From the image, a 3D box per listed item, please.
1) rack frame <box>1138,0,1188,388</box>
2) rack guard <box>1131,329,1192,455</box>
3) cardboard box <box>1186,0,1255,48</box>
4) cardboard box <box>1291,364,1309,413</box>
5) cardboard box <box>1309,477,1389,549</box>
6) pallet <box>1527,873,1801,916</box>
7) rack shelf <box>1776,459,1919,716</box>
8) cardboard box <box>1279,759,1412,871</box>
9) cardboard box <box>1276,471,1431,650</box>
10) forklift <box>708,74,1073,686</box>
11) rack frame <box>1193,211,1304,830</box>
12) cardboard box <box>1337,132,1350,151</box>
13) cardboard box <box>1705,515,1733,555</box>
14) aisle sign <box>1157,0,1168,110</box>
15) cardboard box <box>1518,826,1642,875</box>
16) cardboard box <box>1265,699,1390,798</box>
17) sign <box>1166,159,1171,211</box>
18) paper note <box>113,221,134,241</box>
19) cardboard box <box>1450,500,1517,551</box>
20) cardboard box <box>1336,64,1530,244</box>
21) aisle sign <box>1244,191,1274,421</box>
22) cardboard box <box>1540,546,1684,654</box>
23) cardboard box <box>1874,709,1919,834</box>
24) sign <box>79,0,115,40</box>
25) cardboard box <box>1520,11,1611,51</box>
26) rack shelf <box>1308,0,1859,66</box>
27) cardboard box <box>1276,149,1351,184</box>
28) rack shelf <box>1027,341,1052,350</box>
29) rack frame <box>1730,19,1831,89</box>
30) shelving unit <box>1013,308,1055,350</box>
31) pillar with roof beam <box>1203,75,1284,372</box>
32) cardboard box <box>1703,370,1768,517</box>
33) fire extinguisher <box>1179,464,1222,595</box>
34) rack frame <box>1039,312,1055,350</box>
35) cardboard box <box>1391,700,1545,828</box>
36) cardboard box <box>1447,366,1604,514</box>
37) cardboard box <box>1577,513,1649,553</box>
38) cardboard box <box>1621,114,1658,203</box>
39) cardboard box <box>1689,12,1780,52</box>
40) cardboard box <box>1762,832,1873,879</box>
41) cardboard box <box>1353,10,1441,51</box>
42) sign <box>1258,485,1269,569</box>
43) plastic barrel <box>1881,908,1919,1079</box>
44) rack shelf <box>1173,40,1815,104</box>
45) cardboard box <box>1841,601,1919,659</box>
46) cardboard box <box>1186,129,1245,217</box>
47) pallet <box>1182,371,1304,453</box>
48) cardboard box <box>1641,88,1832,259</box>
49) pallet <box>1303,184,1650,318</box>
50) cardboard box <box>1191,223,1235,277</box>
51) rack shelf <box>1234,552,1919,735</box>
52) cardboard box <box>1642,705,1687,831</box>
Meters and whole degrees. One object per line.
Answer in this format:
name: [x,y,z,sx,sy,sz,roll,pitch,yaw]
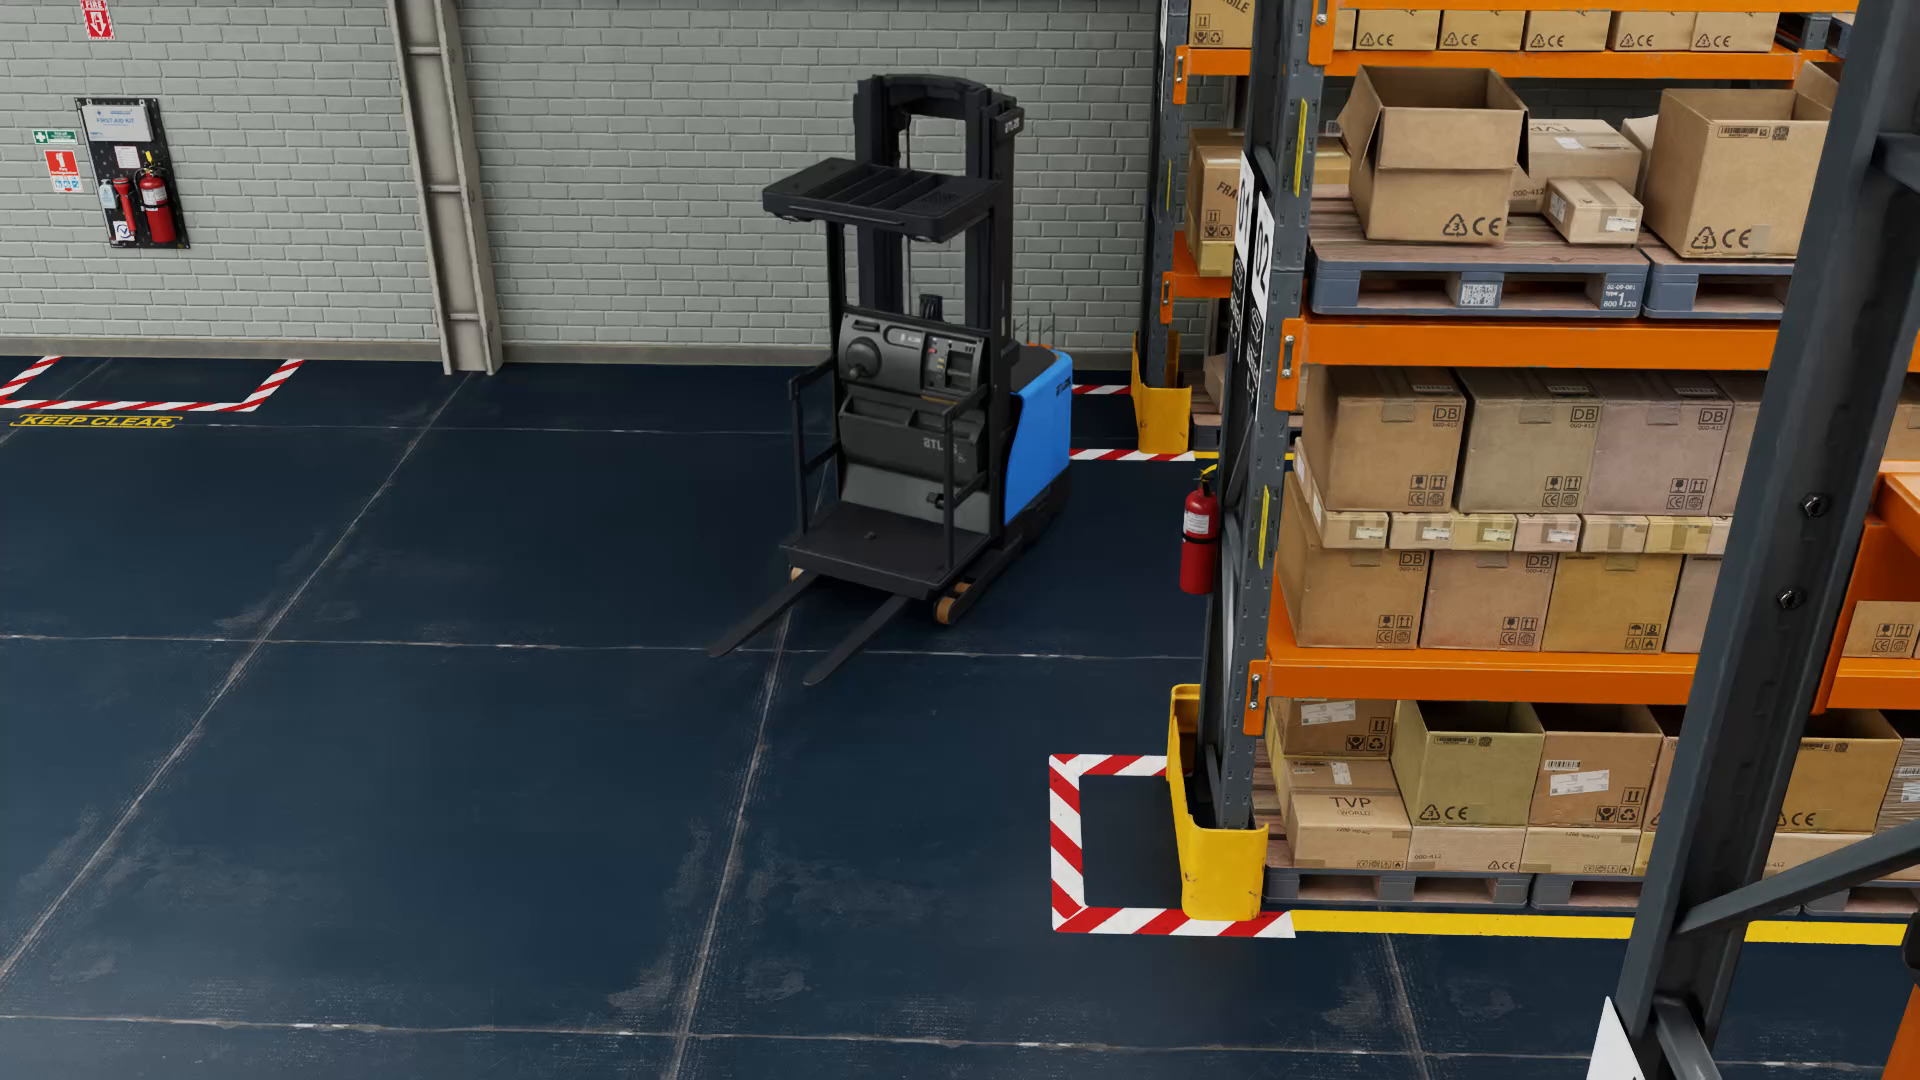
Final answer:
rack frame: [1.394,-2.211,11.643,0.127,3.000,1.000,1,28,2]
rack guard: [1.469,-1.105,12.226,0.348,0.500,1.175,1,28,2]
cardboard box: [1.719,-3.466,10.681,0.500,0.500,0.500,2,28,3]
cardboard box: [2.652,-1.154,12.051,0.500,0.311,0.500,3,28,6]
cardboard box: [1.607,-0.115,6.891,0.250,0.149,0.380,1,28,1]
pallet: [3.204,1.355,7.894,1.213,0.211,1.003,1,28,2]
rack shelf: [3.043,0.304,1.690,4.000,0.370,1.077,1,28,2]
cardboard box: [1.751,1.251,7.601,0.500,0.250,0.500,1,28,2]
cardboard box: [1.689,0.078,7.219,0.500,0.500,0.700,1,28,2]
forklift: [-0.384,-1.034,9.497,1.130,2.935,3.031,13,31,24]
rack frame: [1.222,0.108,7.269,0.127,3.000,1.000,1,28,2]
cardboard box: [2.892,-2.557,11.634,0.500,0.500,0.500,0,28,0]
cardboard box: [3.143,-0.089,6.842,0.250,0.149,0.380,1,28,2]
aisle sign: [1.311,-3.220,10.771,0.004,0.787,0.394,1,28,2]
cardboard box: [2.750,1.266,7.573,0.500,0.250,0.500,1,28,2]
cardboard box: [1.769,1.008,8.058,0.500,0.250,0.500,1,28,2]
sign: [1.375,-2.339,10.961,0.005,0.325,0.100,1,28,2]
paper note: [-6.515,-2.408,12.955,0.142,0.148,0.016,1,28,2]
cardboard box: [2.120,-0.107,6.876,0.250,0.149,0.380,1,28,2]
cardboard box: [1.797,-1.499,6.389,0.637,0.503,0.797,3,28,5]
aisle sign: [1.146,-0.898,6.391,0.004,0.787,0.394,1,28,2]
cardboard box: [2.710,0.095,7.187,0.500,0.500,0.700,1,28,2]
cardboard box: [4.249,0.953,7.361,0.500,0.500,0.500,1,28,2]
sign: [-6.346,-3.833,12.228,0.199,0.298,0.001,1,28,2]
cardboard box: [3.818,-3.421,10.596,0.500,0.500,0.500,0,28,0]
rack shelf: [3.221,-2.015,6.063,4.000,0.370,1.077,1,28,2]
cardboard box: [2.354,-2.323,11.193,0.500,0.500,0.500,1,28,2]
rack shelf: [0.487,-1.216,11.013,0.180,0.103,0.258,13,31,24]
rack frame: [5.391,-2.144,11.518,0.127,3.000,1.000,1,28,2]
shelving unit: [0.486,-0.937,11.160,0.189,1.200,0.258,13,31,24]
pillar with roof beam: [1.972,-3.239,7.178,0.400,9.000,9.100,1,28,2]
cardboard box: [3.272,-0.472,6.872,0.500,0.500,0.700,1,28,2]
fire extinguisher: [1.121,-0.077,7.701,0.183,0.674,0.296,1,28,2]
rack frame: [0.568,-0.917,11.123,0.006,1.200,0.240,13,31,24]
cardboard box: [2.250,0.927,7.412,0.500,0.500,0.500,1,28,2]
cardboard box: [2.267,-0.488,6.902,0.500,0.500,0.700,0,28,0]
cardboard box: [2.639,-0.099,6.860,0.250,0.149,0.380,0,28,0]
cardboard box: [2.938,-1.520,6.635,0.500,0.311,0.500,4,28,8]
cardboard box: [4.875,-3.415,10.585,0.500,0.500,0.500,2,28,3]
cardboard box: [3.749,1.284,7.538,0.500,0.250,0.500,1,28,2]
cardboard box: [2.773,-3.434,10.620,0.500,0.500,0.500,2,28,4]
sign: [1.197,-0.050,6.557,0.005,0.325,0.100,1,28,2]
plastic barrel: [1.534,0.675,2.091,0.708,0.830,0.600,1,28,2]
rack shelf: [3.392,-3.185,11.046,4.000,0.370,1.077,1,28,2]
cardboard box: [3.748,0.110,7.159,0.500,0.500,0.700,1,28,3]
cardboard box: [1.872,-2.576,11.671,0.500,0.500,0.500,1,28,1]
pallet: [2.280,-0.947,12.237,1.213,0.211,1.003,1,28,2]
cardboard box: [2.872,-1.353,6.118,0.500,0.500,0.500,1,28,2]
pallet: [1.928,-1.154,6.542,1.213,0.211,1.003,1,28,2]
cardboard box: [1.870,-1.996,11.378,0.500,0.250,0.500,0,28,0]
rack shelf: [3.221,0.459,7.375,4.000,0.370,1.077,1,28,2]
cardboard box: [3.249,0.945,7.376,0.500,0.500,0.500,1,28,2]
